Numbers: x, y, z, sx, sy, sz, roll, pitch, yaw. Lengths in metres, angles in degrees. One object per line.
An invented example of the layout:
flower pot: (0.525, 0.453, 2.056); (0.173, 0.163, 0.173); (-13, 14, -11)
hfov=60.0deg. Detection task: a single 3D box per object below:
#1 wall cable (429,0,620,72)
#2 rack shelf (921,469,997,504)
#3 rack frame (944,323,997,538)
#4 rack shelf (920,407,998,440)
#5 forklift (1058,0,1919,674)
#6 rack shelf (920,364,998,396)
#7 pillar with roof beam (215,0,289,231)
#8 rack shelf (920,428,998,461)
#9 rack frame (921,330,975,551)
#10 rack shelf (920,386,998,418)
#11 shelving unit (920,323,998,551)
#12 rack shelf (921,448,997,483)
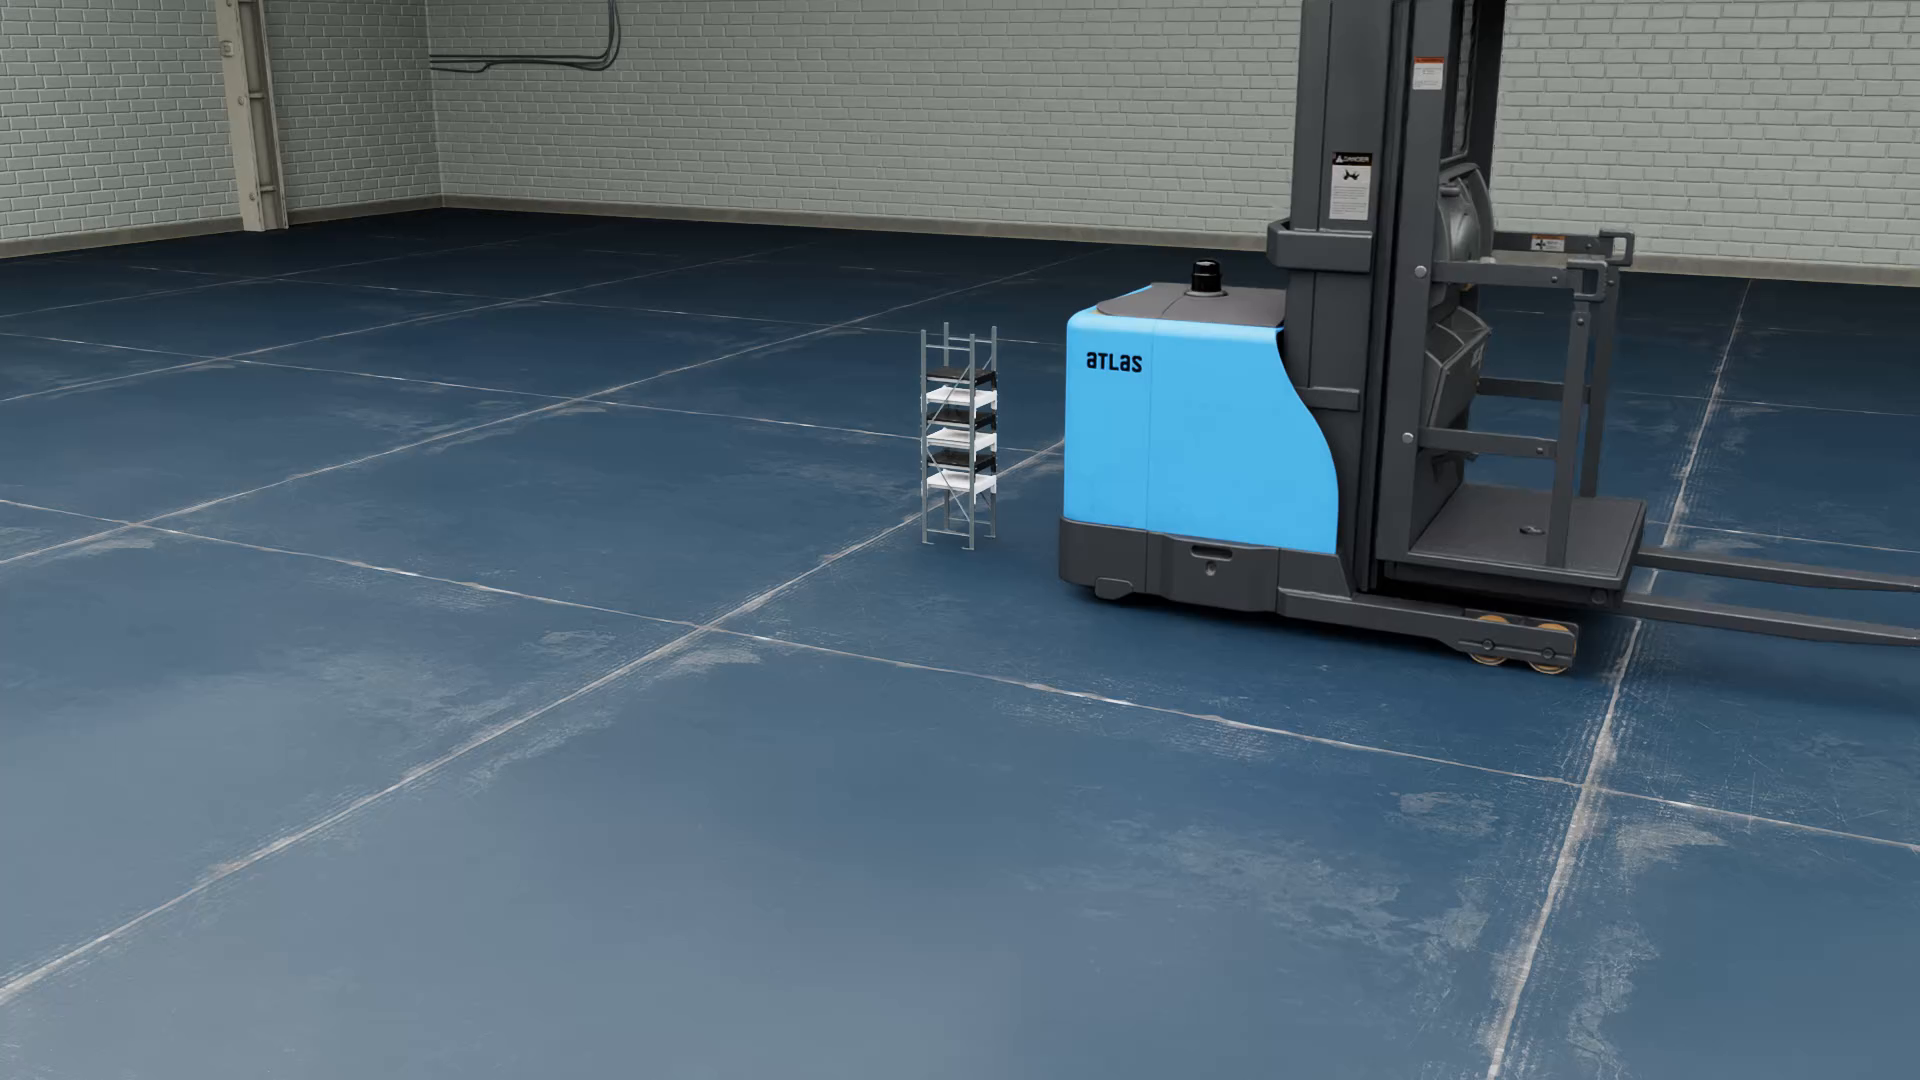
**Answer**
wall cable: (-5.418, -6.953, 20.083); (3.097, 2.526, 0.112); (8, 18, 25)
rack shelf: (-0.004, -0.225, 6.950); (0.258, 0.077, 0.200); (8, 18, 25)
rack frame: (0.042, -0.455, 6.976); (0.240, 0.900, 0.006); (8, 18, 25)
rack shelf: (-0.004, -0.484, 6.873); (0.258, 0.077, 0.200); (8, 18, 25)
forklift: (1.930, -1.132, 5.686); (3.031, 2.935, 1.130); (8, 18, 25)
rack shelf: (-0.004, -0.656, 6.822); (0.258, 0.077, 0.200); (8, 18, 25)
pillar with roof beam: (-4.066, -7.312, 15.837); (9.100, 9.000, 0.400); (8, 18, 25)
rack shelf: (-0.004, -0.397, 6.899); (0.258, 0.077, 0.200); (8, 18, 25)
rack frame: (-0.049, -0.403, 6.802); (0.240, 0.900, 0.006); (8, 18, 25)
rack shelf: (-0.004, -0.570, 6.848); (0.258, 0.077, 0.200); (8, 18, 25)
shelving unit: (-0.004, -0.429, 6.889); (0.258, 0.900, 0.210); (8, 18, 25)
rack shelf: (-0.004, -0.311, 6.924); (0.258, 0.077, 0.200); (8, 18, 25)
